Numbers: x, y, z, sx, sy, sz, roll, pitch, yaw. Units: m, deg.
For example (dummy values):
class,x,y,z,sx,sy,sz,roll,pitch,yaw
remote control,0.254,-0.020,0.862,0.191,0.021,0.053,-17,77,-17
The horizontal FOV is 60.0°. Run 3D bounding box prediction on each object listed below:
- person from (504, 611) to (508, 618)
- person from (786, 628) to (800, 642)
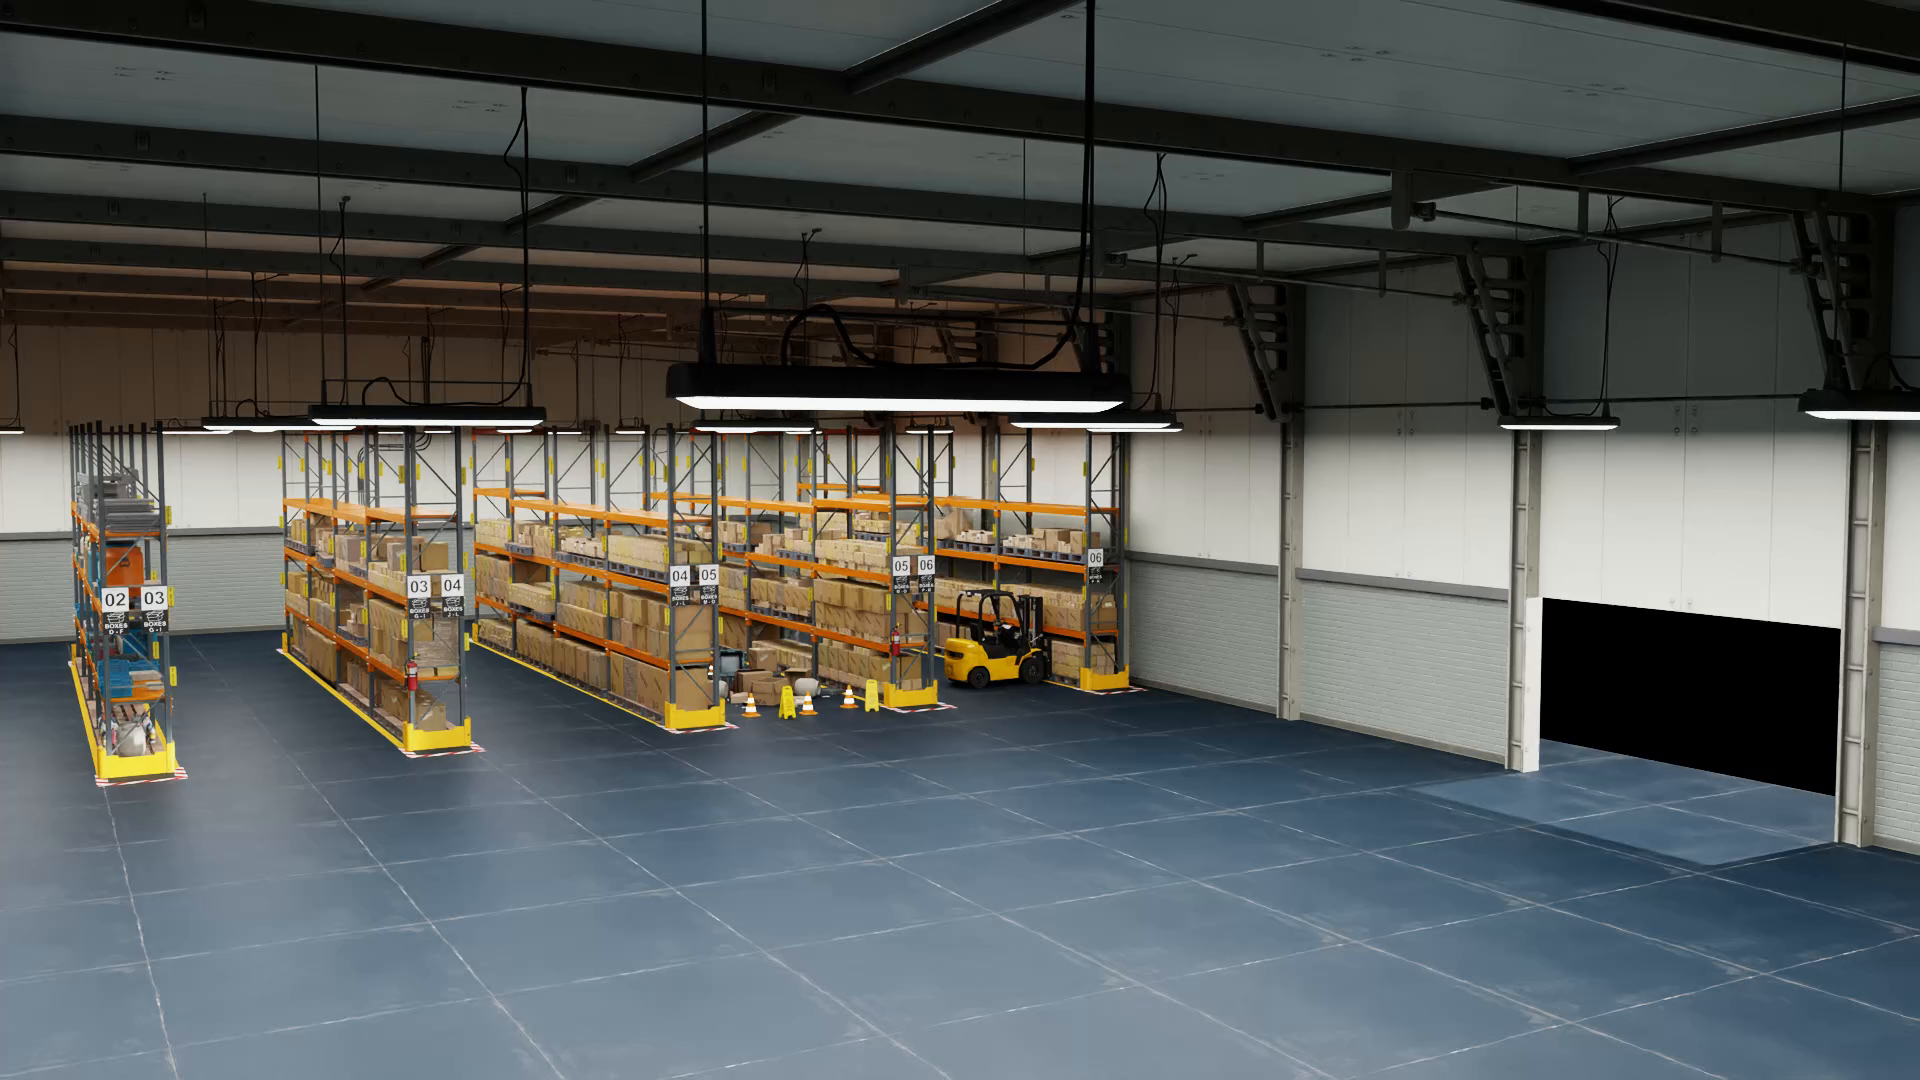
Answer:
class,x,y,z,sx,sy,sz,roll,pitch,yaw
person,-13.487,1.805,49.803,0.550,1.647,0.930,-2,4,-24
person,-4.491,2.156,44.987,0.483,1.584,0.343,3,4,38
